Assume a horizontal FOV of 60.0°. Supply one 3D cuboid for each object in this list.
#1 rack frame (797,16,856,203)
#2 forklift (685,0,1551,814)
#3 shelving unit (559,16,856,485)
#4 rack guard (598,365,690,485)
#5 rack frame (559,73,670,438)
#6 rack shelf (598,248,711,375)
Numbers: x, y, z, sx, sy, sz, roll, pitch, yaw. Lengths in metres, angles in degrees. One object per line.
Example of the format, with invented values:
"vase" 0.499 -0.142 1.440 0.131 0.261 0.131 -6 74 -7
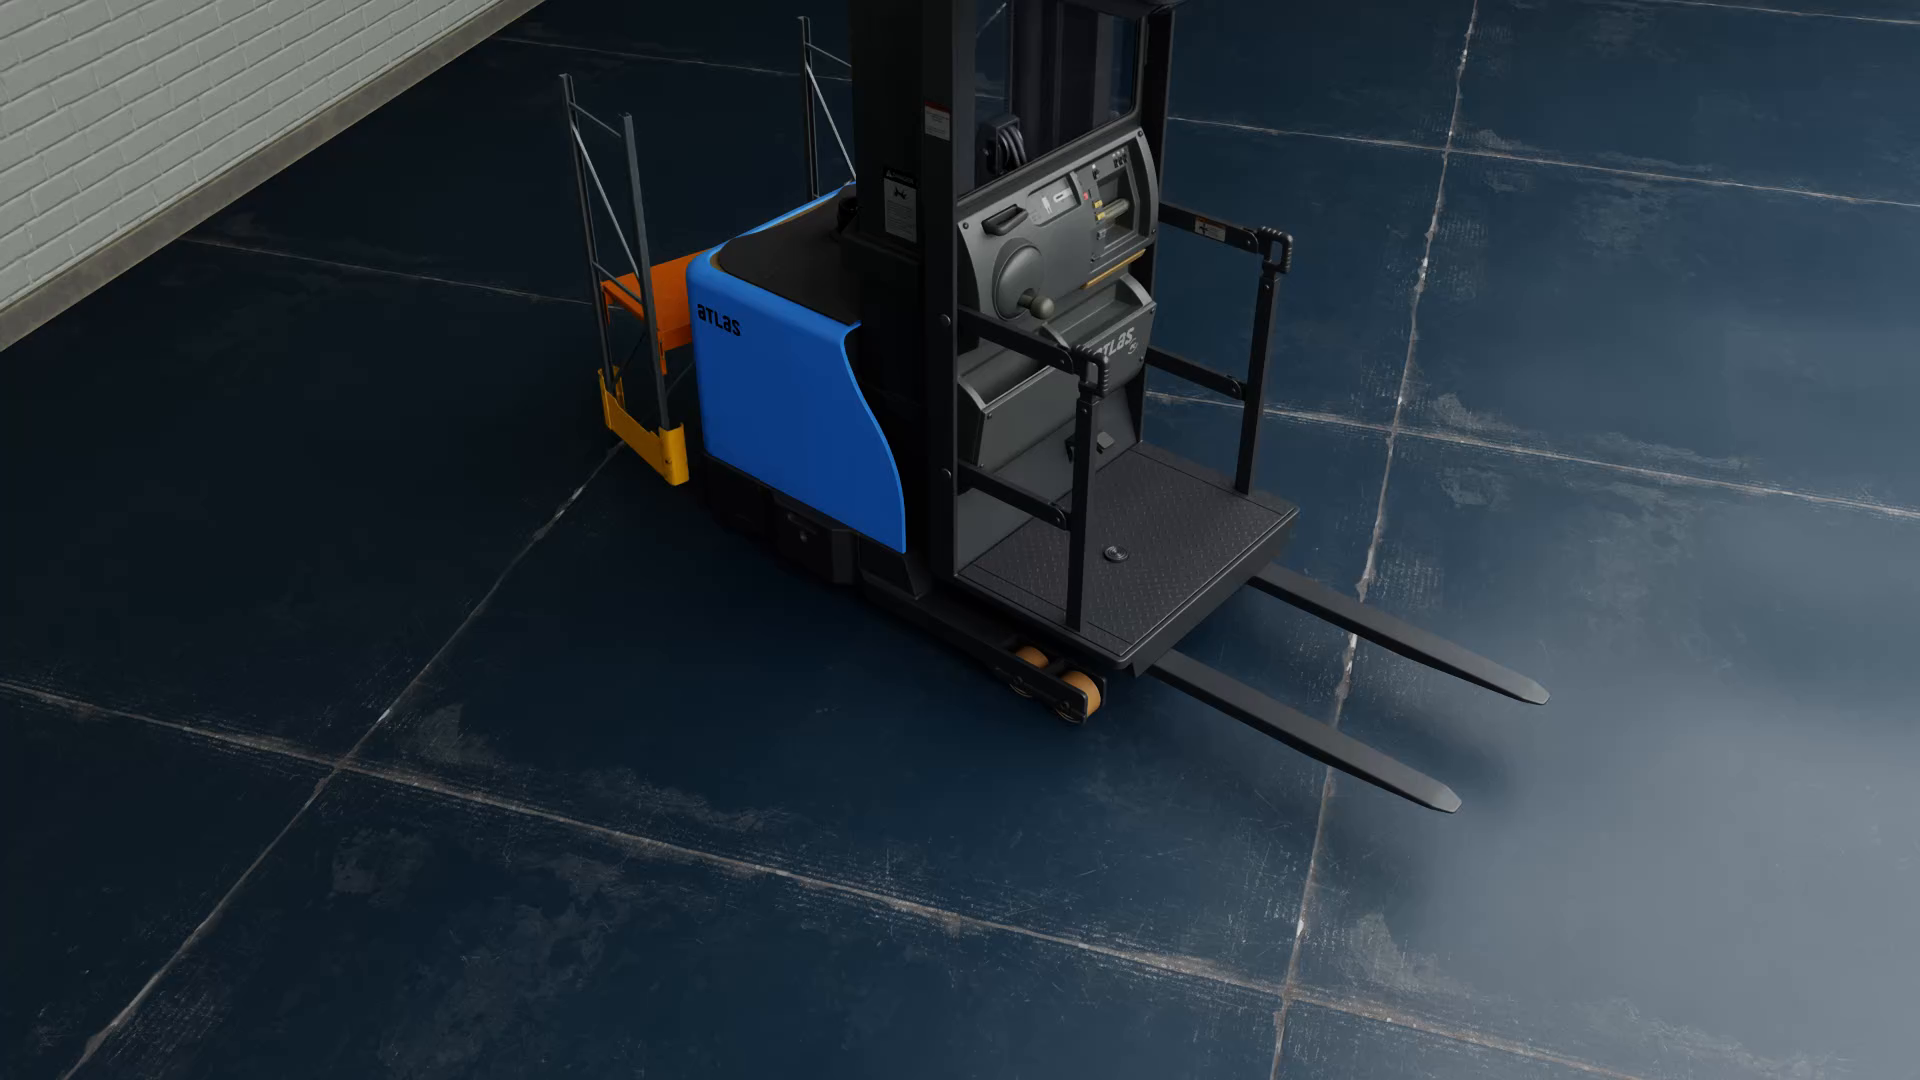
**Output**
"rack frame" -0.475 -1.324 6.784 0.032 1.500 0.500 -24 43 -29
"forklift" 0.482 -0.941 5.055 3.031 2.935 1.130 26 44 31
"shelving unit" -0.873 -1.146 6.541 1.083 1.500 0.587 -24 43 -29
"rack guard" -1.271 -0.464 6.670 0.087 0.250 0.587 -24 43 -29
"rack frame" -1.286 -0.961 6.290 0.032 1.500 0.500 -24 43 -29
"rack shelf" -0.881 -0.997 6.643 1.000 0.185 0.538 -24 43 -29
